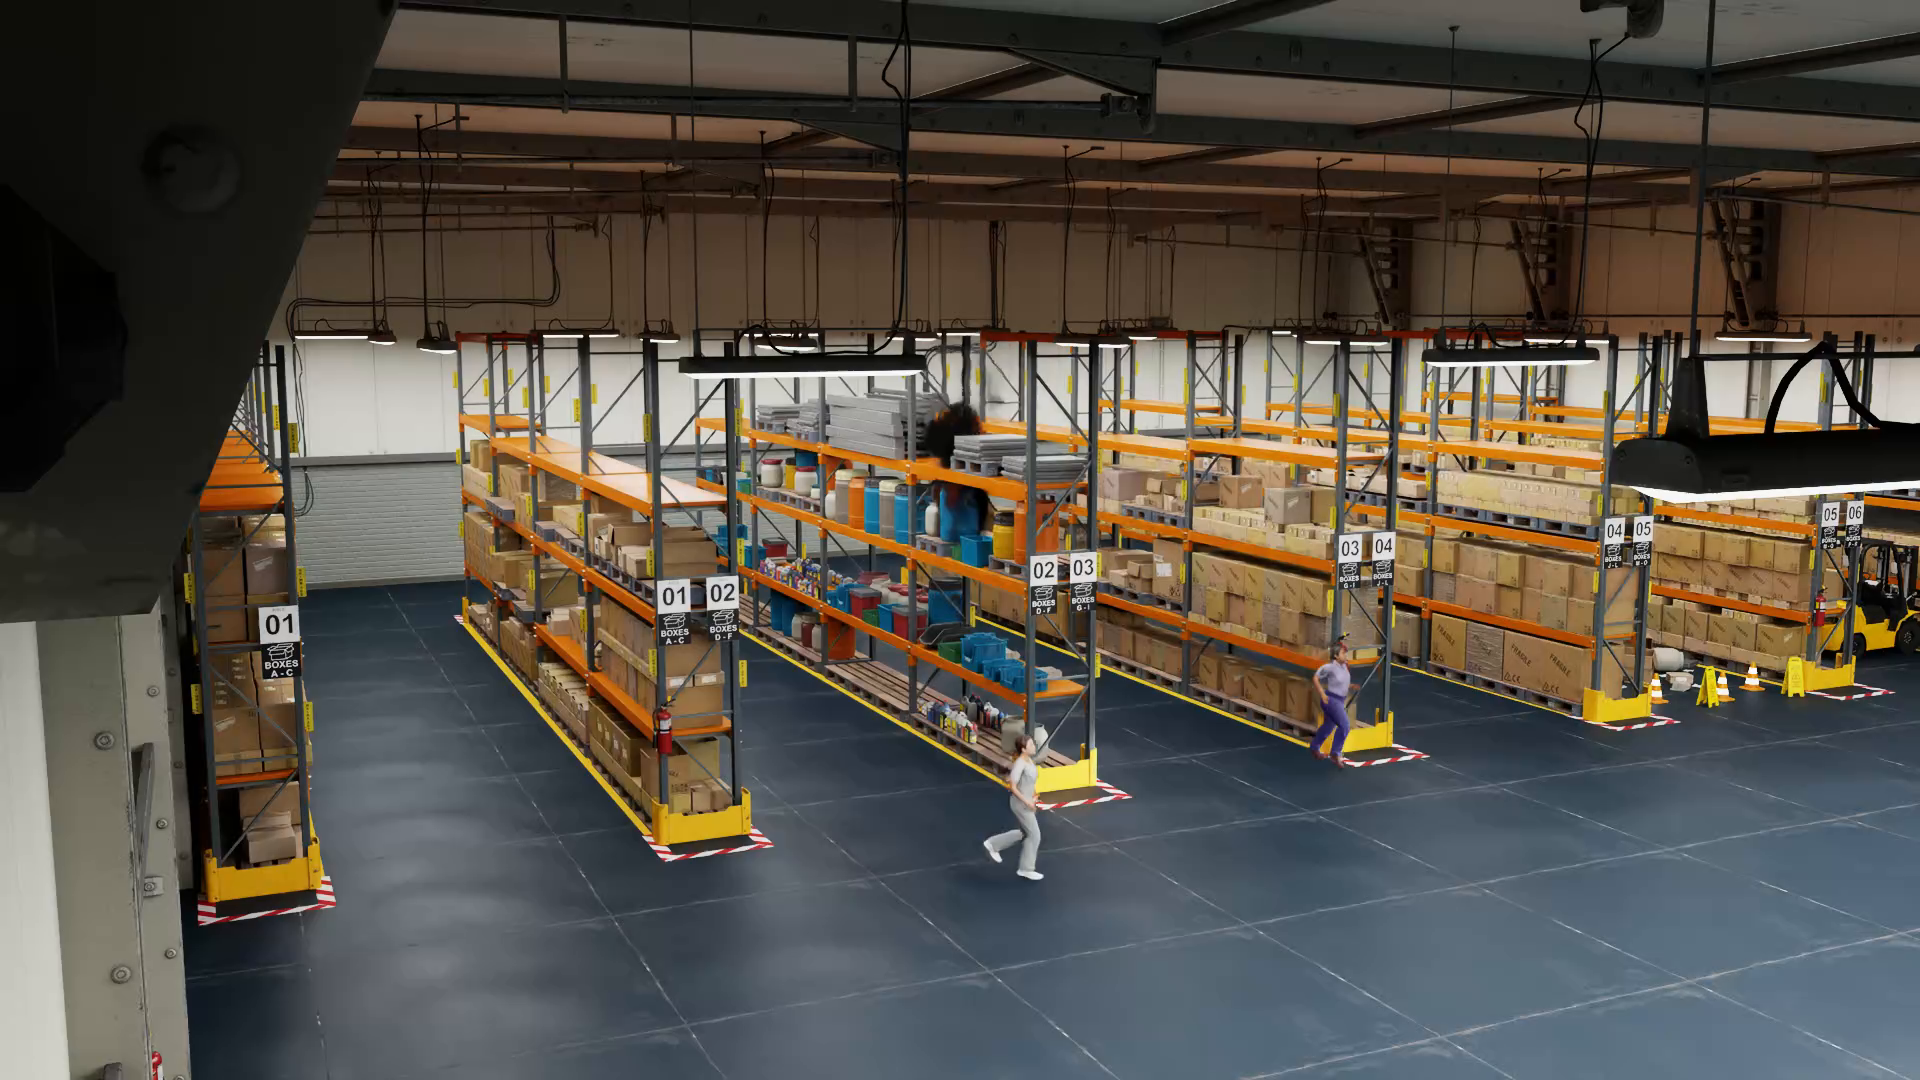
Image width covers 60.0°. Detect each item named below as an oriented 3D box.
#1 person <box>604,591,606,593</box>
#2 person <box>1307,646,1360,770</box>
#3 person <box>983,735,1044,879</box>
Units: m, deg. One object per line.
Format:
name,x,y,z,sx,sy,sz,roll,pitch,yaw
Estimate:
person,-6.989,0.929,33.451,0.642,1.837,0.880,-5,9,-31
person,5.241,2.317,23.261,0.707,1.681,0.589,5,9,32
person,0.607,3.005,18.810,0.698,1.656,0.569,1,8,10
